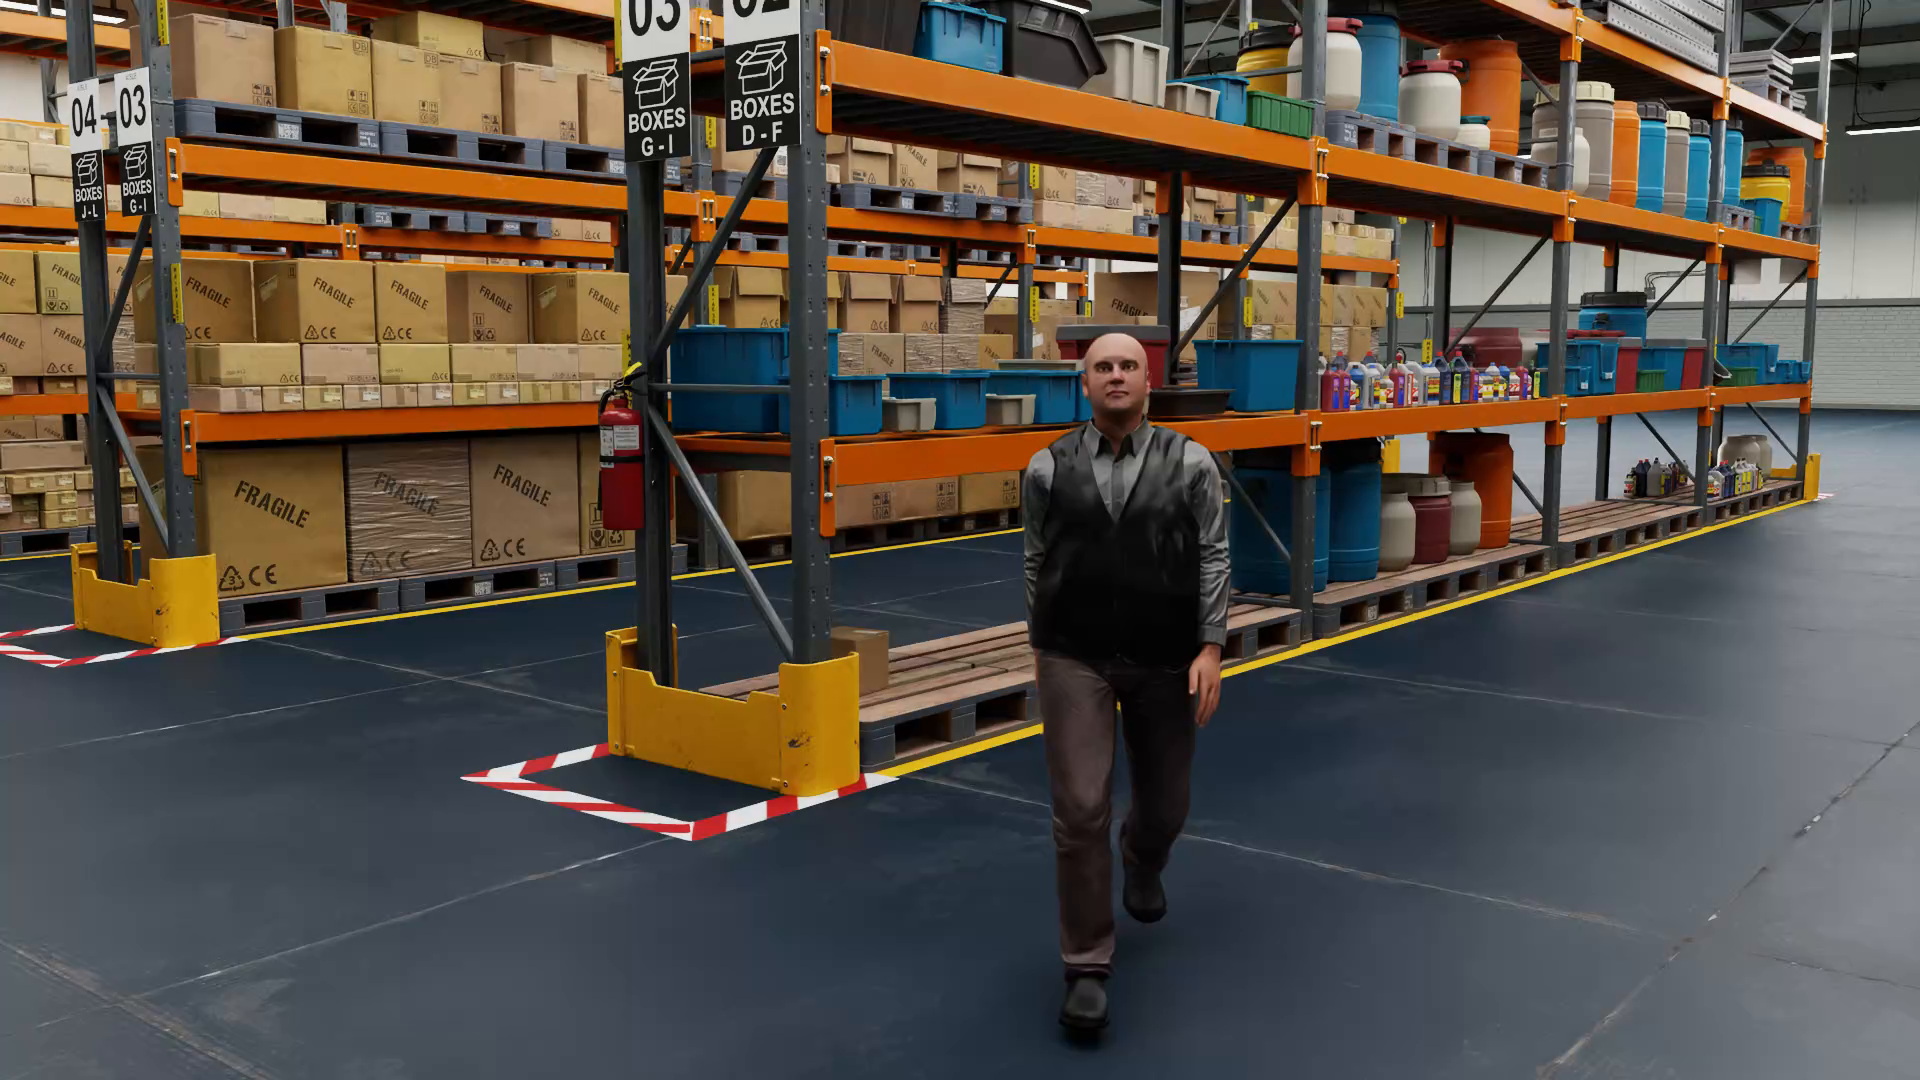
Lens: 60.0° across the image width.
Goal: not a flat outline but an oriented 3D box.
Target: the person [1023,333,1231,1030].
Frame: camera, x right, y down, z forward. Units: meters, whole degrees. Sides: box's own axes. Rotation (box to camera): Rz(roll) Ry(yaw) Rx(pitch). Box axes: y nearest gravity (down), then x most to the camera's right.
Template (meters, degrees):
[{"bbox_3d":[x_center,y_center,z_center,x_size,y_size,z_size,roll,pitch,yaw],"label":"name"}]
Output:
[{"bbox_3d":[0.427,0.310,4.316,0.536,1.685,0.920,0,7,4],"label":"person"}]
